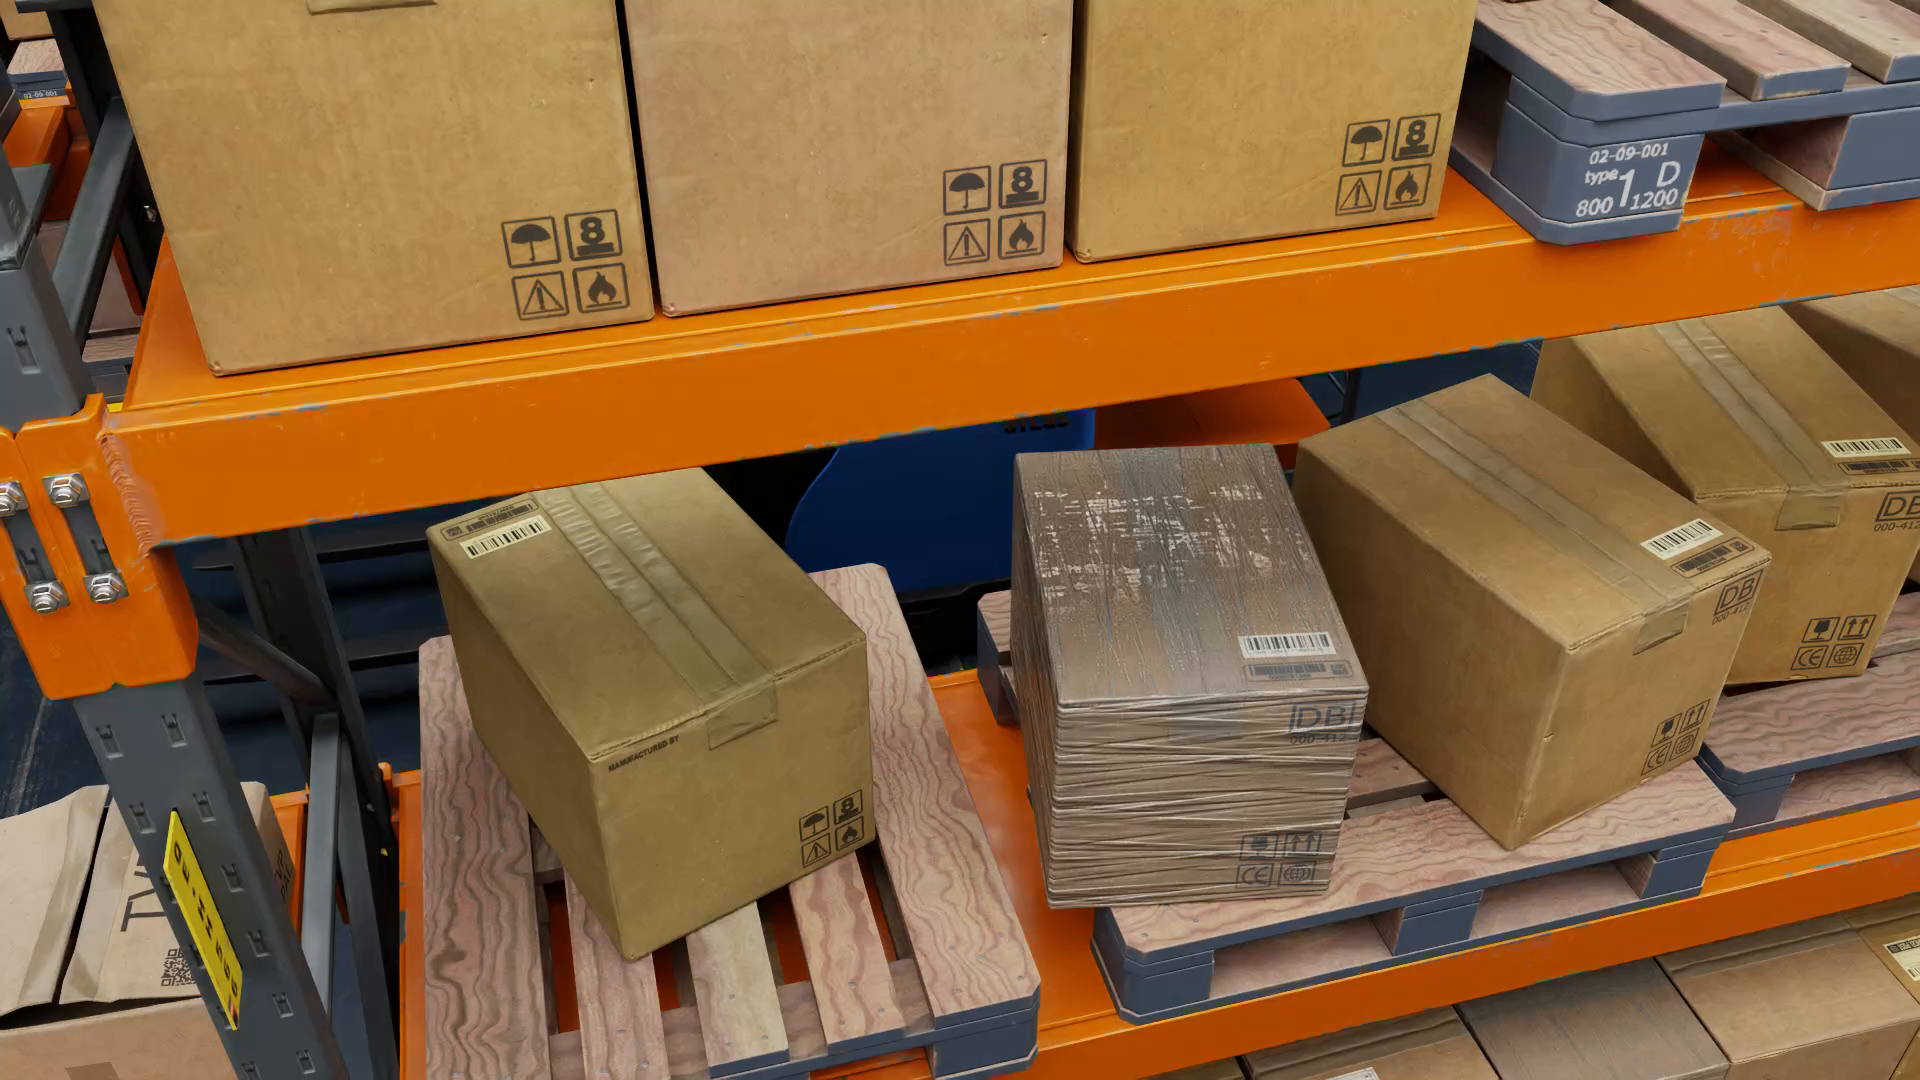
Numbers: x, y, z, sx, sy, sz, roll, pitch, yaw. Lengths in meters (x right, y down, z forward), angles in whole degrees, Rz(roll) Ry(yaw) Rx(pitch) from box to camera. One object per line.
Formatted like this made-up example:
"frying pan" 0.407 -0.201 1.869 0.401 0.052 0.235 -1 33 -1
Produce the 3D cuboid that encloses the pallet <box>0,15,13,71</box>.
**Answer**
"pallet" -4.329 -1.855 6.364 1.213 0.211 1.003 -9 38 -12

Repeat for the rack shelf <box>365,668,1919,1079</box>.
"rack shelf" 0.797 0.605 3.582 4.000 0.370 1.077 -9 38 -12

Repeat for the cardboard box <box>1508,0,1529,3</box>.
"cardboard box" 0.935 -1.186 2.352 0.600 0.600 0.600 -11 39 -14

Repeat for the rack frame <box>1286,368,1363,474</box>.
"rack frame" 1.350 -0.627 6.144 0.032 1.125 0.500 -8 38 -10

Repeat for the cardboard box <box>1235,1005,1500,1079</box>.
"cardboard box" 0.872 1.301 3.775 0.500 0.500 0.500 -11 39 -13

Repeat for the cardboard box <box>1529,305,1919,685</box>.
"cardboard box" 1.565 -0.114 3.502 0.500 0.500 0.700 -4 38 -5

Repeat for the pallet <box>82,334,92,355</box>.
"pallet" -4.359 -0.847 7.184 1.213 0.211 1.003 -9 38 -12

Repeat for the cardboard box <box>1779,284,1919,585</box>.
"cardboard box" 2.212 -0.260 3.693 0.500 0.500 0.700 -23 43 -27

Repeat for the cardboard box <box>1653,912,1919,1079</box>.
"cardboard box" 1.847 1.140 3.986 0.500 0.500 0.500 -9 38 -12

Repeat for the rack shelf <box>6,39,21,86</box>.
"rack shelf" -4.360 -1.666 6.552 4.000 0.370 1.077 -9 38 -12

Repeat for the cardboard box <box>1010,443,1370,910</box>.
"cardboard box" 0.378 0.231 3.051 0.500 0.500 0.700 -3 37 -3

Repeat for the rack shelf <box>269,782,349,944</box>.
"rack shelf" -3.065 1.239 2.754 4.000 0.370 1.077 -9 38 -12

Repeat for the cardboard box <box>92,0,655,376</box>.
"cardboard box" -0.721 -0.684 2.124 0.500 0.500 0.910 -9 38 -12

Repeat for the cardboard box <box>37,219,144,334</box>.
"cardboard box" -3.638 -1.293 7.166 0.500 0.500 0.700 -9 38 -12

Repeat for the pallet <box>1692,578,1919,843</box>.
"pallet" 1.928 0.141 3.754 1.213 0.211 1.003 -9 38 -12

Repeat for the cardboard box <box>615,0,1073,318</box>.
"cardboard box" -0.229 -0.765 2.230 0.500 0.500 0.910 -9 38 -12

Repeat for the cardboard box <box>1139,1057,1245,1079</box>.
"cardboard box" 0.370 1.387 3.663 0.500 0.500 0.500 -10 38 -13

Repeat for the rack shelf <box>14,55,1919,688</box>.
"rack shelf" 0.797 -0.586 2.671 4.000 0.370 1.077 -9 38 -12

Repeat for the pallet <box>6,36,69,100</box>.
"pallet" -3.089 -2.017 6.576 1.003 0.211 1.213 -9 38 -12

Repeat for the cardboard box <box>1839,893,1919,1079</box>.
"cardboard box" 2.326 1.067 4.082 0.500 0.500 0.500 -10 38 -12

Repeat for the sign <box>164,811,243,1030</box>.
"sign" -0.986 0.501 2.173 0.005 0.325 0.100 -9 38 -12

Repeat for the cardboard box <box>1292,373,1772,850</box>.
"cardboard box" 1.038 0.112 3.207 0.500 0.500 0.700 -19 41 -23

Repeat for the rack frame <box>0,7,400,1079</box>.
"rack frame" -1.134 0.636 2.949 0.127 3.000 1.000 -9 38 -12

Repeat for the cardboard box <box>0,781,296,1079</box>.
"cardboard box" -1.496 0.704 2.935 0.500 0.311 0.500 -7 38 -9

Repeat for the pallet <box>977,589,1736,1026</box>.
"pallet" 0.742 0.402 3.414 1.213 0.211 1.003 -9 38 -12

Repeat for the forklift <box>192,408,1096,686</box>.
"forklift" -1.124 -0.933 5.057 3.031 2.935 1.130 -8 38 -10

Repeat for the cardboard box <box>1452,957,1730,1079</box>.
"cardboard box" 1.363 1.220 3.882 0.500 0.500 0.500 -9 38 -11

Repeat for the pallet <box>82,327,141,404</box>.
"pallet" -3.184 -1.038 7.434 1.213 0.211 1.003 -9 38 -12

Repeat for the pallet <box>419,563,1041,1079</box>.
"pallet" -0.498 0.564 3.202 1.003 0.211 1.213 -9 38 -12

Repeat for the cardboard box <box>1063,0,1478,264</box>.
"cardboard box" 0.273 -0.847 2.337 0.500 0.500 0.910 -9 38 -12

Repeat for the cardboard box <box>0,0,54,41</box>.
"cardboard box" -3.413 -2.299 6.342 0.500 0.500 0.700 -13 39 -16

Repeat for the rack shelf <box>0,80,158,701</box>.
"rack shelf" -3.065 0.047 1.843 4.000 0.370 1.077 -9 38 -12

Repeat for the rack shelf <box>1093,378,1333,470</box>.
"rack shelf" 0.854 -0.364 6.202 1.000 0.278 0.538 -8 38 -10

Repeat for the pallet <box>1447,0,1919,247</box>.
"pallet" 1.080 -0.886 2.625 1.003 0.211 1.213 -9 38 -12

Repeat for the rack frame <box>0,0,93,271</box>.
"rack frame" -1.134 -1.747 1.127 0.127 3.000 1.000 -9 38 -12

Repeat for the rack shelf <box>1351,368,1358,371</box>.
"rack shelf" 0.854 -0.790 5.876 1.000 0.278 0.538 -8 38 -10

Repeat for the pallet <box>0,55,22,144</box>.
"pallet" -1.766 -0.320 1.886 1.003 0.211 1.213 -8 38 -10

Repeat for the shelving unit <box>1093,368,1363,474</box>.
"shelving unit" 0.854 -0.558 6.053 1.048 1.125 0.538 -8 38 -10

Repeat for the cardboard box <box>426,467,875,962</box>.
"cardboard box" -0.555 0.264 3.008 0.500 0.500 0.700 -23 43 -27

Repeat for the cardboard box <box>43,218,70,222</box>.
"cardboard box" -3.677 -1.550 6.886 0.500 0.250 0.500 -9 38 -11
